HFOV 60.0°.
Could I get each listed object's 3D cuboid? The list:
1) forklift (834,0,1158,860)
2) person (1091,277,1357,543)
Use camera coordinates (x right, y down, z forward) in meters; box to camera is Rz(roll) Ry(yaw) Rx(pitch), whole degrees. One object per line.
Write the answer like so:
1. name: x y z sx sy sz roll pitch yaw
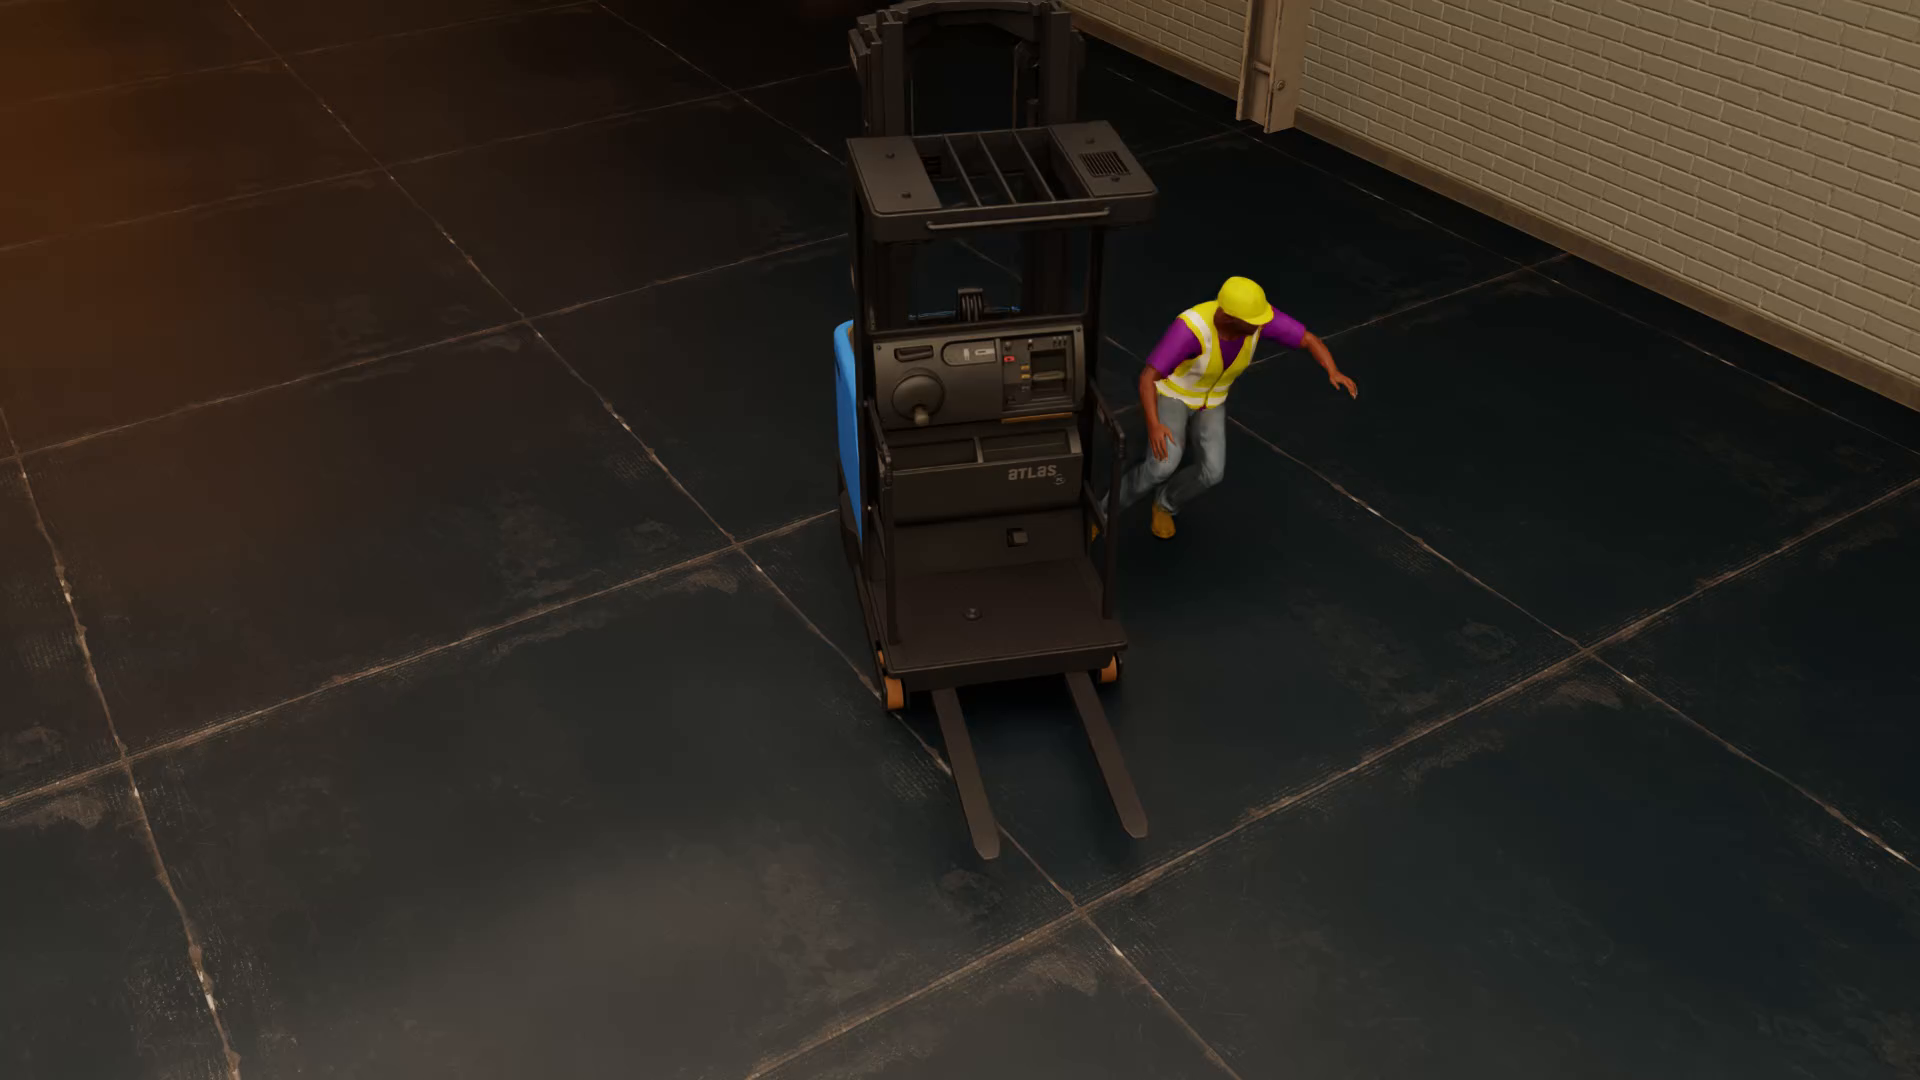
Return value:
1. forklift: 0.132 -0.654 7.078 1.130 2.935 3.031 -6 36 -9
2. person: 1.173 -0.587 8.222 1.308 1.501 0.918 -15 38 -21
